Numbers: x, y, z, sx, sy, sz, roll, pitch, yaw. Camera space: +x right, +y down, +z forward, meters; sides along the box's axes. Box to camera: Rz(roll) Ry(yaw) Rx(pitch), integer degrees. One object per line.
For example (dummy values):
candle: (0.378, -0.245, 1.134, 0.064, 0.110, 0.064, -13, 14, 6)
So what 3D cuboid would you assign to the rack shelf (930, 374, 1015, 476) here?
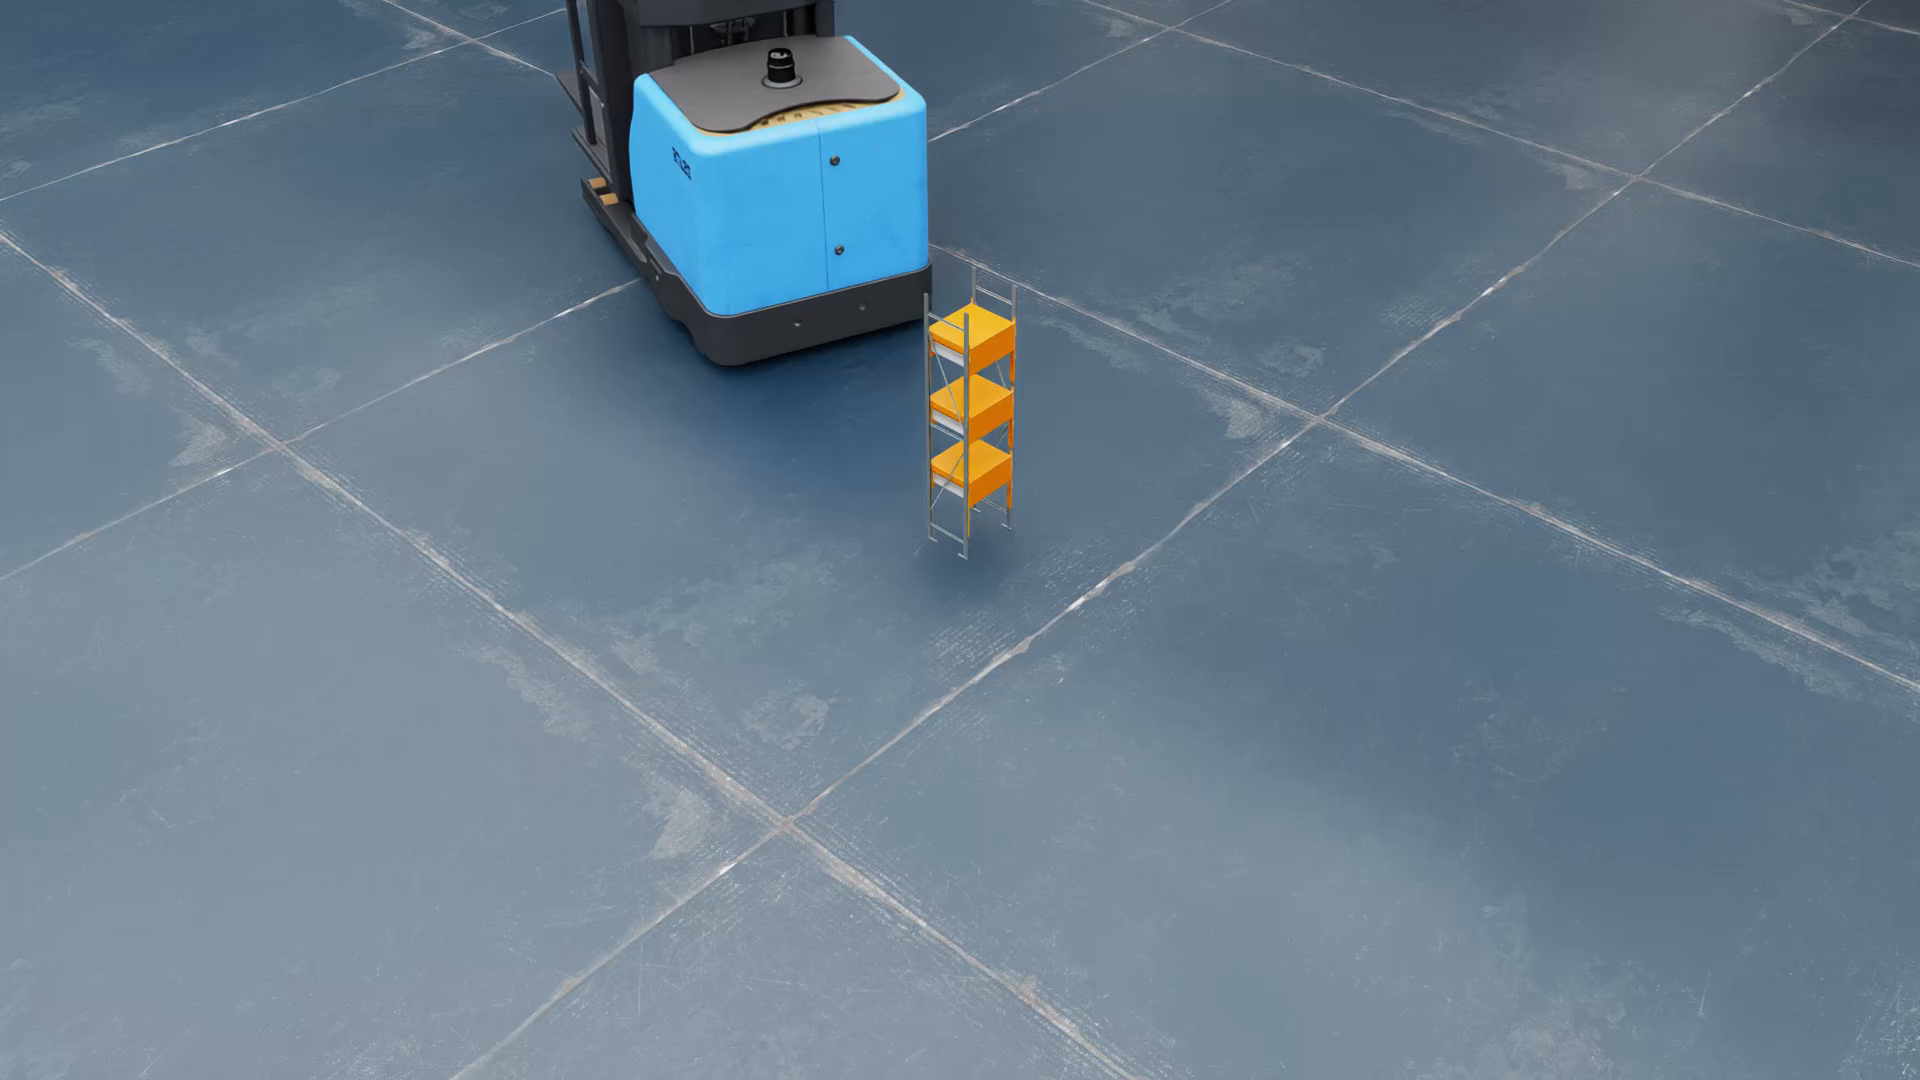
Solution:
rack shelf: (0.036, -0.427, 5.961, 0.215, 0.259, 0.240, 30, 47, 32)

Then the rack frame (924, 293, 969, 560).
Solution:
rack frame: (-0.046, -0.379, 5.884, 0.200, 1.050, 0.008, 30, 47, 32)

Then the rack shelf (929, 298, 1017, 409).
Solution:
rack shelf: (0.036, -0.649, 5.784, 0.215, 0.259, 0.240, 30, 47, 32)

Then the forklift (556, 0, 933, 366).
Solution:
forklift: (-1.235, -2.796, 7.411, 1.130, 2.935, 3.031, -17, 42, -21)

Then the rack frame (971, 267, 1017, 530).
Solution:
rack frame: (0.118, -0.492, 6.025, 0.200, 1.050, 0.008, 30, 47, 32)

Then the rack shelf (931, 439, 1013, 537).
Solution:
rack shelf: (0.036, -0.210, 6.134, 0.215, 0.259, 0.240, 30, 47, 32)

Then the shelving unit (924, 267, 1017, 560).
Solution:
shelving unit: (0.036, -0.436, 5.954, 0.215, 1.050, 0.252, 30, 47, 32)
